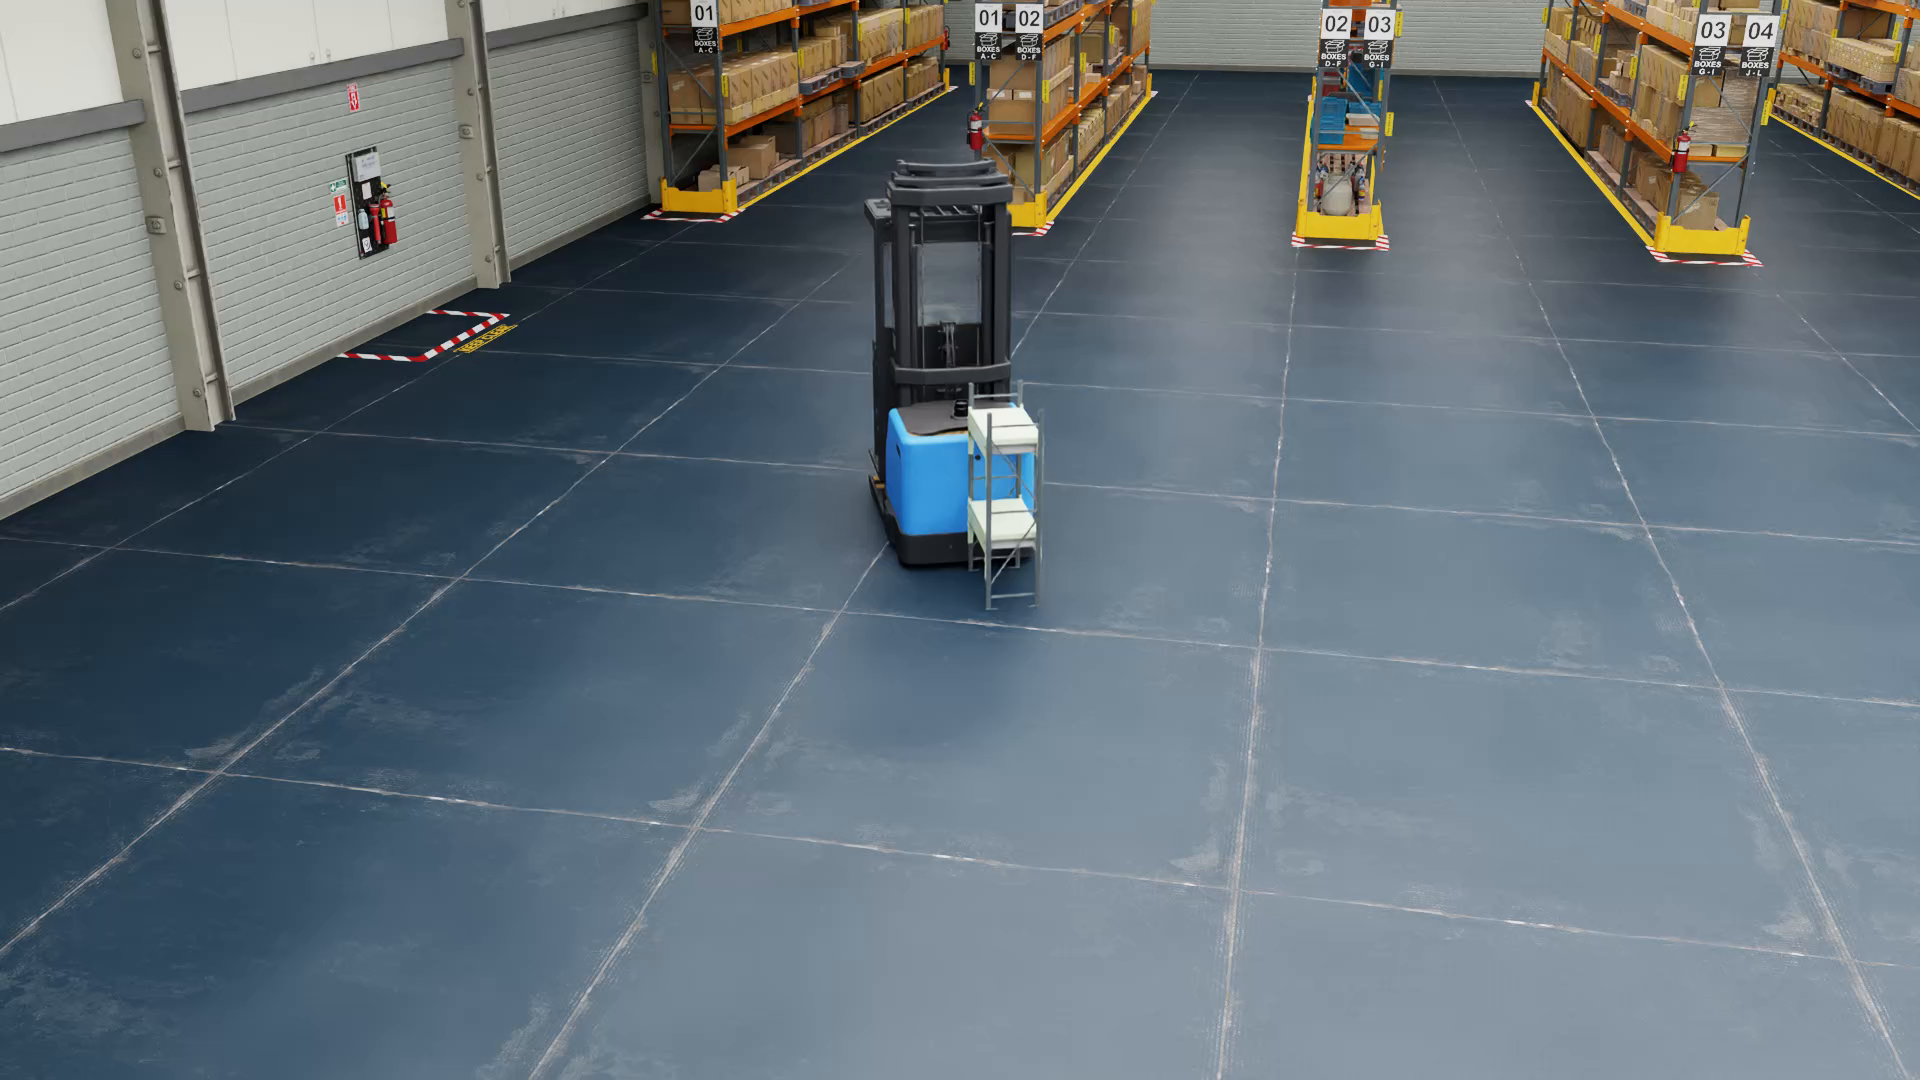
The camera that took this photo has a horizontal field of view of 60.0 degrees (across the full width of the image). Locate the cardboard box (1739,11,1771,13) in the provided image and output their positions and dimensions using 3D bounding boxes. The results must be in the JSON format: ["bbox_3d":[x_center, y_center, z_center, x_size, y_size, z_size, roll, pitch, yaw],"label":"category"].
[{"bbox_3d":[10.845,-7.128,22.688,0.380,0.149,0.250,5,22,12],"label":"cardboard box"}]

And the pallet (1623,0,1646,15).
[{"bbox_3d":[11.670,-8.815,27.461,1.213,0.211,1.003,4,22,11],"label":"pallet"}]

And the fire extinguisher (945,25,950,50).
[{"bbox_3d":[-0.385,-12.246,40.347,0.296,0.674,0.183,4,22,11],"label":"fire extinguisher"}]

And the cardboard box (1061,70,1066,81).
[{"bbox_3d":[1.532,-7.619,27.254,0.380,0.149,0.250,4,22,11],"label":"cardboard box"}]

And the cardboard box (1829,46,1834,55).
[{"bbox_3d":[17.168,-9.531,32.380,0.380,0.149,0.250,5,22,12],"label":"cardboard box"}]

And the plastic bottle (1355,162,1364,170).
[{"bbox_3d":[6.533,-6.009,27.214,0.144,0.351,0.185,4,22,9],"label":"plastic bottle"}]

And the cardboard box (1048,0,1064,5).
[{"bbox_3d":[1.324,-8.491,25.522,0.500,0.500,0.500,4,22,11],"label":"cardboard box"}]

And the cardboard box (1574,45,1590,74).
[{"bbox_3d":[12.321,-9.369,32.468,0.500,0.500,0.500,4,22,10],"label":"cardboard box"}]

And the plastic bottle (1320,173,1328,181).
[{"bbox_3d":[5.836,-5.741,26.651,0.152,0.276,0.135,4,22,11],"label":"plastic bottle"}]

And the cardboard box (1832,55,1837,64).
[{"bbox_3d":[17.117,-9.291,32.183,0.380,0.149,0.250,5,22,12],"label":"cardboard box"}]

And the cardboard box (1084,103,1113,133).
[{"bbox_3d":[2.723,-8.322,32.758,0.500,0.500,0.500,5,23,13],"label":"cardboard box"}]

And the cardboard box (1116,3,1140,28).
[{"bbox_3d":[3.643,-11.445,36.284,0.500,0.500,0.500,4,22,9],"label":"cardboard box"}]

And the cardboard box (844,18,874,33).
[{"bbox_3d":[-2.046,-10.393,33.582,0.500,0.250,0.500,4,22,10],"label":"cardboard box"}]

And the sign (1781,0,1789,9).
[{"bbox_3d":[10.946,-7.206,22.045,0.100,0.325,0.005,4,22,11],"label":"sign"}]

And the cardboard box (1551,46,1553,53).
[{"bbox_3d":[13.024,-10.610,36.019,0.380,0.149,0.250,4,22,10],"label":"cardboard box"}]

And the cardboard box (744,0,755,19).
[{"bbox_3d":[-3.573,-8.517,26.311,0.500,0.500,0.500,6,23,13],"label":"cardboard box"}]

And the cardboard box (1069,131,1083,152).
[{"bbox_3d":[1.862,-6.981,29.041,0.500,0.311,0.500,5,22,11],"label":"cardboard box"}]

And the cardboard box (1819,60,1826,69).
[{"bbox_3d":[17.473,-9.532,33.343,0.380,0.149,0.250,4,22,9],"label":"cardboard box"}]

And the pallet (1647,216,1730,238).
[{"bbox_3d":[10.631,-4.479,24.192,1.003,0.211,1.213,4,22,11],"label":"pallet"}]

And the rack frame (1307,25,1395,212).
[{"bbox_3d":[5.566,-5.828,23.809,1.000,3.000,0.127,4,22,11],"label":"rack frame"}]

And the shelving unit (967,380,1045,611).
[{"bbox_3d":[0.324,-0.332,12.169,0.431,1.500,0.755,-4,22,-9],"label":"shelving unit"}]

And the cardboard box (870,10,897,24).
[{"bbox_3d":[-1.643,-11.137,35.428,0.500,0.250,0.500,5,22,12],"label":"cardboard box"}]

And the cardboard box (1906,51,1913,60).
[{"bbox_3d":[17.327,-8.754,30.052,0.380,0.149,0.250,4,22,9],"label":"cardboard box"}]

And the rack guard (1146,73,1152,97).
[{"bbox_3d":[3.967,-10.871,39.677,1.175,0.500,0.348,4,22,11],"label":"rack guard"}]

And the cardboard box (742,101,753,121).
[{"bbox_3d":[-3.630,-6.868,26.565,0.500,0.250,0.500,4,22,9],"label":"cardboard box"}]

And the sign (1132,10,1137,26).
[{"bbox_3d":[3.710,-11.091,35.329,0.100,0.325,0.005,4,22,11],"label":"sign"}]

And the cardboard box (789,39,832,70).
[{"bbox_3d":[-2.819,-9.129,31.283,0.700,0.500,0.500,4,22,11],"label":"cardboard box"}]

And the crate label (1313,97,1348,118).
[{"bbox_3d":[5.677,-6.538,25.525,0.502,0.435,0.616,4,22,11],"label":"crate label"}]

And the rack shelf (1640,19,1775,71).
[{"bbox_3d":[10.823,-7.239,24.261,1.077,0.370,4.000,4,22,11],"label":"rack shelf"}]

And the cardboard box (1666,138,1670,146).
[{"bbox_3d":[10.389,-5.731,23.904,0.380,0.149,0.250,4,22,11],"label":"cardboard box"}]

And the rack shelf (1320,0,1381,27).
[{"bbox_3d":[6.790,-9.080,28.831,1.077,0.370,4.000,4,22,11],"label":"rack shelf"}]

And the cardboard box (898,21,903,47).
[{"bbox_3d":[-1.531,-10.977,36.036,0.500,0.500,0.500,4,22,10],"label":"cardboard box"}]

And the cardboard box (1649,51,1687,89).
[{"bbox_3d":[10.687,-7.050,24.974,0.500,0.500,0.500,4,22,11],"label":"cardboard box"}]

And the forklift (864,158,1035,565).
[{"bbox_3d":[-0.175,-1.688,13.622,1.130,2.935,3.031,-4,22,-9],"label":"forklift"}]

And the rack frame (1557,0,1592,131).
[{"bbox_3d":[12.863,-9.839,33.768,1.000,3.000,0.127,4,22,11],"label":"rack frame"}]

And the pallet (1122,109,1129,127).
[{"bbox_3d":[3.037,-9.002,35.422,1.003,0.211,1.213,4,22,11],"label":"pallet"}]

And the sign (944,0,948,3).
[{"bbox_3d":[-0.339,-13.035,39.837,0.100,0.325,0.005,4,22,11],"label":"sign"}]

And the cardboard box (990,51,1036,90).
[{"bbox_3d":[0.836,-7.044,24.958,0.700,0.500,0.500,5,22,11],"label":"cardboard box"}]

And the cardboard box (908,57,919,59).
[{"bbox_3d":[-1.185,-11.383,39.517,0.380,0.149,0.250,5,22,11],"label":"cardboard box"}]

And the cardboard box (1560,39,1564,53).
[{"bbox_3d":[12.800,-10.278,34.662,0.500,0.250,0.500,5,23,13],"label":"cardboard box"}]

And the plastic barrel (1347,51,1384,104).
[{"bbox_3d":[6.758,-7.641,27.641,0.600,0.901,0.708,4,22,11],"label":"plastic barrel"}]

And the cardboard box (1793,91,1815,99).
[{"bbox_3d":[17.826,-9.387,35.103,0.380,0.149,0.250,5,22,12],"label":"cardboard box"}]

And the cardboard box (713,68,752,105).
[{"bbox_3d":[-3.630,-7.202,26.392,0.500,0.500,0.500,5,22,11],"label":"cardboard box"}]

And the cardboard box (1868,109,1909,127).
[{"bbox_3d":[16.765,-7.614,30.024,0.500,0.250,0.500,4,22,10],"label":"cardboard box"}]

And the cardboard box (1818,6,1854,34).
[{"bbox_3d":[17.630,-10.454,33.425,0.500,0.500,0.500,4,22,9],"label":"cardboard box"}]

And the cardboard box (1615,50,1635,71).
[{"bbox_3d":[11.976,-8.417,29.541,0.500,0.500,0.500,2,22,4],"label":"cardboard box"}]

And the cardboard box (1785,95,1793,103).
[{"bbox_3d":[17.923,-9.447,35.652,0.380,0.149,0.250,5,23,13],"label":"cardboard box"}]

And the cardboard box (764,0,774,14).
[{"bbox_3d":[-3.369,-8.900,27.261,0.500,0.500,0.500,4,22,9],"label":"cardboard box"}]

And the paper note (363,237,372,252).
[{"bbox_3d":[-6.706,-3.342,18.815,0.016,0.148,0.142,4,22,11],"label":"paper note"}]

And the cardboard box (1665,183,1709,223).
[{"bbox_3d":[10.647,-4.934,24.373,0.500,0.500,0.500,11,24,25],"label":"cardboard box"}]

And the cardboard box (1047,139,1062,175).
[{"bbox_3d":[1.354,-6.201,26.851,0.500,0.500,0.500,4,22,11],"label":"cardboard box"}]

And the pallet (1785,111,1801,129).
[{"bbox_3d":[18.048,-8.826,34.986,1.003,0.211,1.213,4,22,11],"label":"pallet"}]

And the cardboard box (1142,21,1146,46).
[{"bbox_3d":[3.948,-11.548,37.878,0.500,0.500,0.500,5,22,11],"label":"cardboard box"}]

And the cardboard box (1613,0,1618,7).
[{"bbox_3d":[11.597,-9.358,28.759,0.500,0.250,0.500,5,22,12],"label":"cardboard box"}]

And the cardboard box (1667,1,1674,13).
[{"bbox_3d":[10.634,-7.845,24.469,0.380,0.149,0.250,4,22,10],"label":"cardboard box"}]
